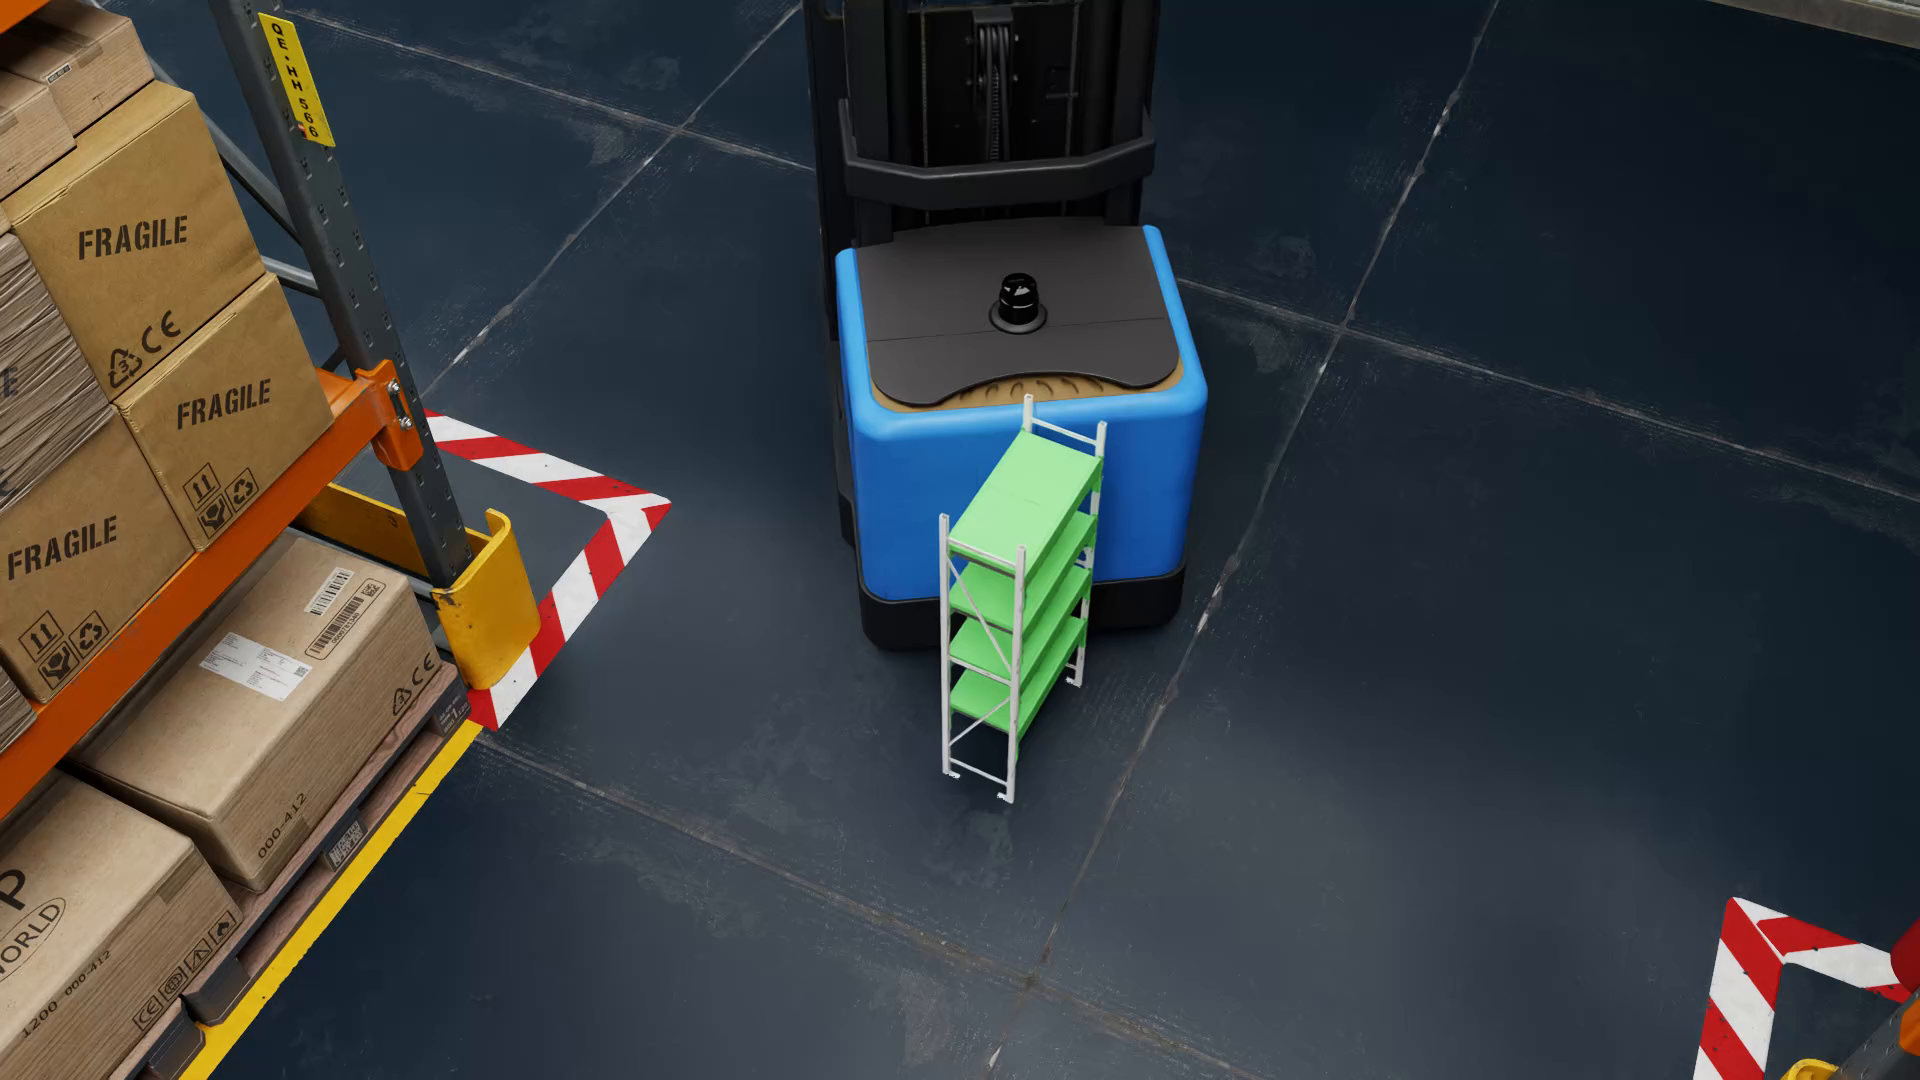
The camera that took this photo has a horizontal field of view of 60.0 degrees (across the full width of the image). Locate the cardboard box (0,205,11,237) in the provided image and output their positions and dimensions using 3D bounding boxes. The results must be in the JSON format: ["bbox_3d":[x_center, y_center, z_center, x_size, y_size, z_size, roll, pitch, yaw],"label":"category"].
[{"bbox_3d":[-2.070,-0.632,3.170,0.380,0.149,0.250,19,52,16],"label":"cardboard box"}]

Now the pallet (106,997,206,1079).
[{"bbox_3d":[-2.770,1.552,4.291,1.003,0.211,1.213,20,52,16],"label":"pallet"}]

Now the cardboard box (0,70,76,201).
[{"bbox_3d":[-2.036,-0.837,3.345,0.380,0.149,0.250,21,53,17],"label":"cardboard box"}]

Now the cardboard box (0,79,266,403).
[{"bbox_3d":[-1.968,-0.712,3.664,0.500,0.500,0.500,21,53,17],"label":"cardboard box"}]

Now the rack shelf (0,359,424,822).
[{"bbox_3d":[-2.832,0.845,3.534,1.077,0.370,4.000,20,52,16],"label":"rack shelf"}]

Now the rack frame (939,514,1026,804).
[{"bbox_3d":[0.057,0.368,4.649,0.240,1.200,0.015,22,53,18],"label":"rack frame"}]

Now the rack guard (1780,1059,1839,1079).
[{"bbox_3d":[2.480,1.710,3.967,1.175,0.500,0.348,20,52,16],"label":"rack guard"}]

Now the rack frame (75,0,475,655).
[{"bbox_3d":[-1.977,-0.765,4.432,1.000,3.000,0.127,20,52,16],"label":"rack frame"}]

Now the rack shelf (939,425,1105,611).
[{"bbox_3d":[0.170,-0.066,4.472,0.258,0.148,0.480,22,53,18],"label":"rack shelf"}]

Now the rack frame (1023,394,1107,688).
[{"bbox_3d":[0.283,0.039,4.929,0.240,1.200,0.015,22,53,18],"label":"rack frame"}]

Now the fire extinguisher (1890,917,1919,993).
[{"bbox_3d":[2.157,0.742,3.445,0.296,0.674,0.183,20,52,16],"label":"fire extinguisher"}]

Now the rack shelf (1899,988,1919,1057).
[{"bbox_3d":[1.658,2.458,2.162,1.077,0.370,4.000,20,52,16],"label":"rack shelf"}]

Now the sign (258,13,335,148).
[{"bbox_3d":[-1.492,-1.031,3.742,0.100,0.325,0.005,20,52,16],"label":"sign"}]

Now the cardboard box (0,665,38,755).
[{"bbox_3d":[-2.383,0.319,3.444,0.500,0.500,0.500,21,53,17],"label":"cardboard box"}]

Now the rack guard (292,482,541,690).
[{"bbox_3d":[-1.967,0.028,5.398,1.175,0.500,0.348,20,52,16],"label":"rack guard"}]

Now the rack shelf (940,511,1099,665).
[{"bbox_3d":[0.170,0.089,4.655,0.258,0.148,0.480,22,53,18],"label":"rack shelf"}]

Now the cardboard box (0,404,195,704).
[{"bbox_3d":[-2.172,-0.039,3.748,0.500,0.500,0.500,19,52,15],"label":"cardboard box"}]

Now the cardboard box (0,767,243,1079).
[{"bbox_3d":[-2.552,1.049,4.294,0.875,0.438,0.875,21,53,17],"label":"cardboard box"}]

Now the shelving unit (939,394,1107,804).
[{"bbox_3d":[0.170,0.204,4.789,0.258,1.200,0.503,22,53,18],"label":"shelving unit"}]

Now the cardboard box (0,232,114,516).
[{"bbox_3d":[-2.165,-0.343,3.350,0.500,0.500,0.500,20,52,16],"label":"cardboard box"}]

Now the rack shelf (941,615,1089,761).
[{"bbox_3d":[0.170,0.400,5.020,0.258,0.148,0.480,22,53,18],"label":"rack shelf"}]

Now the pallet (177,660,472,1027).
[{"bbox_3d":[-2.248,0.715,5.003,1.003,0.211,1.213,20,52,16],"label":"pallet"}]

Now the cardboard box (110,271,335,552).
[{"bbox_3d":[-1.944,-0.379,4.038,0.500,0.500,0.500,20,53,16],"label":"cardboard box"}]

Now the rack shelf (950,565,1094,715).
[{"bbox_3d":[0.170,0.245,4.838,0.258,0.148,0.480,22,53,18],"label":"rack shelf"}]

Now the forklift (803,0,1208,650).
[{"bbox_3d":[0.038,-1.734,5.301,1.130,2.935,3.031,-5,50,-4],"label":"forklift"}]

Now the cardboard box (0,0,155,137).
[{"bbox_3d":[-1.949,-1.020,3.500,0.380,0.149,0.250,20,53,17],"label":"cardboard box"}]

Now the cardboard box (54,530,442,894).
[{"bbox_3d":[-2.169,0.416,4.833,0.875,0.438,0.875,18,52,15],"label":"cardboard box"}]
